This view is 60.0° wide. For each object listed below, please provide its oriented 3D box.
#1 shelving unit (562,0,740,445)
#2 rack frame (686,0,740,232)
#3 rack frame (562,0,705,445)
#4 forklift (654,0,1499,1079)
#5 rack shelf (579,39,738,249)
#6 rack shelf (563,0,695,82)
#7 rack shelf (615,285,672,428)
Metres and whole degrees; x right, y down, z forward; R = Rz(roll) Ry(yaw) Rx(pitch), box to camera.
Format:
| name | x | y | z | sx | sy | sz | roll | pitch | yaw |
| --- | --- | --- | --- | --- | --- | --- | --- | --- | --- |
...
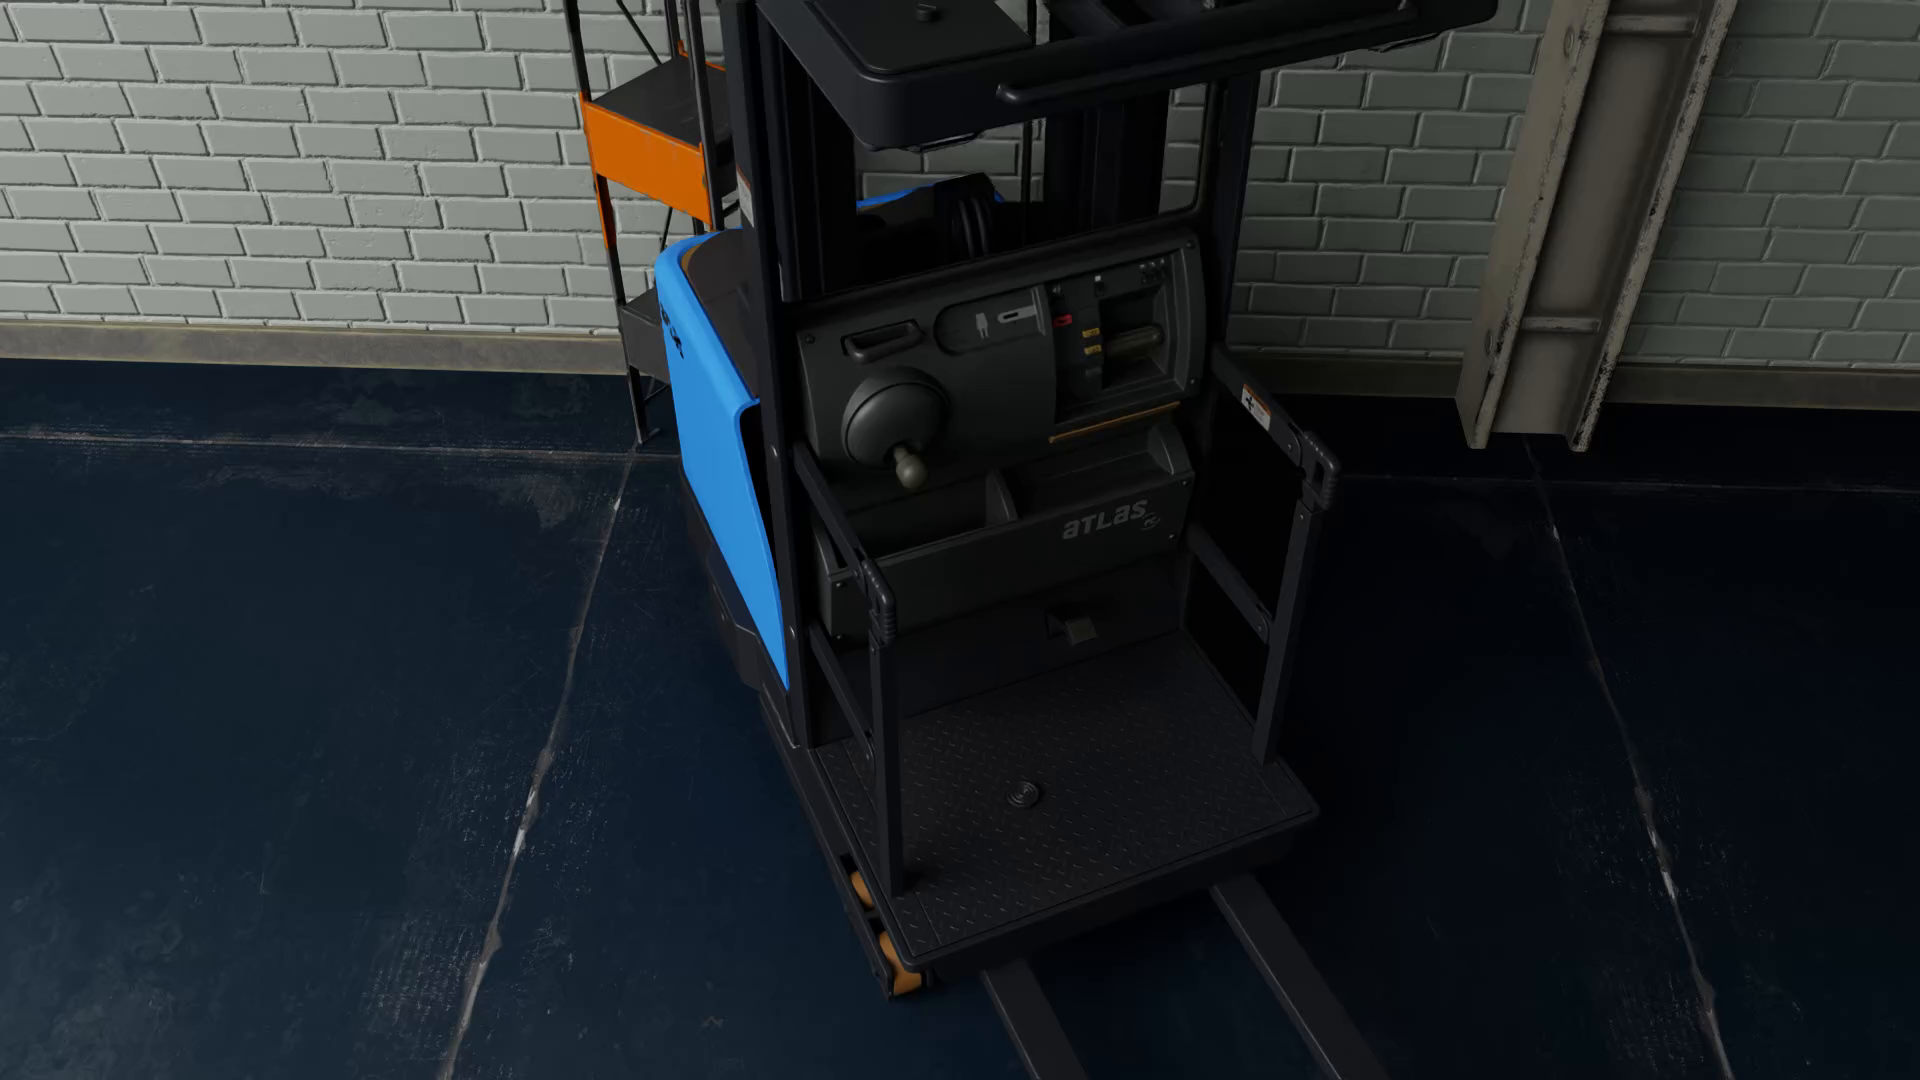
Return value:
| name | x | y | z | sx | sy | sz | roll | pitch | yaw |
| --- | --- | --- | --- | --- | --- | --- | --- | --- | --- |
| shelving unit | -0.764 | -1.101 | 4.889 | 0.503 | 2.100 | 0.431 | 27 | 49 | 27 |
| rack frame | -0.570 | -1.000 | 4.780 | 0.015 | 2.100 | 0.400 | 27 | 49 | 27 |
| rack frame | -0.957 | -1.201 | 4.999 | 0.015 | 2.100 | 0.400 | 27 | 49 | 27 |
| forklift | 0.194 | -0.303 | 3.424 | 1.130 | 2.935 | 3.031 | -16 | 45 | -17 |
| rack shelf | -0.764 | -1.091 | 4.899 | 0.480 | 0.518 | 0.431 | 27 | 49 | 27 |
| rack shelf | -0.766 | -1.604 | 4.423 | 0.480 | 0.518 | 0.431 | 27 | 49 | 27 |
| rack shelf | -0.761 | -0.577 | 5.374 | 0.480 | 0.518 | 0.431 | 27 | 49 | 27 |
